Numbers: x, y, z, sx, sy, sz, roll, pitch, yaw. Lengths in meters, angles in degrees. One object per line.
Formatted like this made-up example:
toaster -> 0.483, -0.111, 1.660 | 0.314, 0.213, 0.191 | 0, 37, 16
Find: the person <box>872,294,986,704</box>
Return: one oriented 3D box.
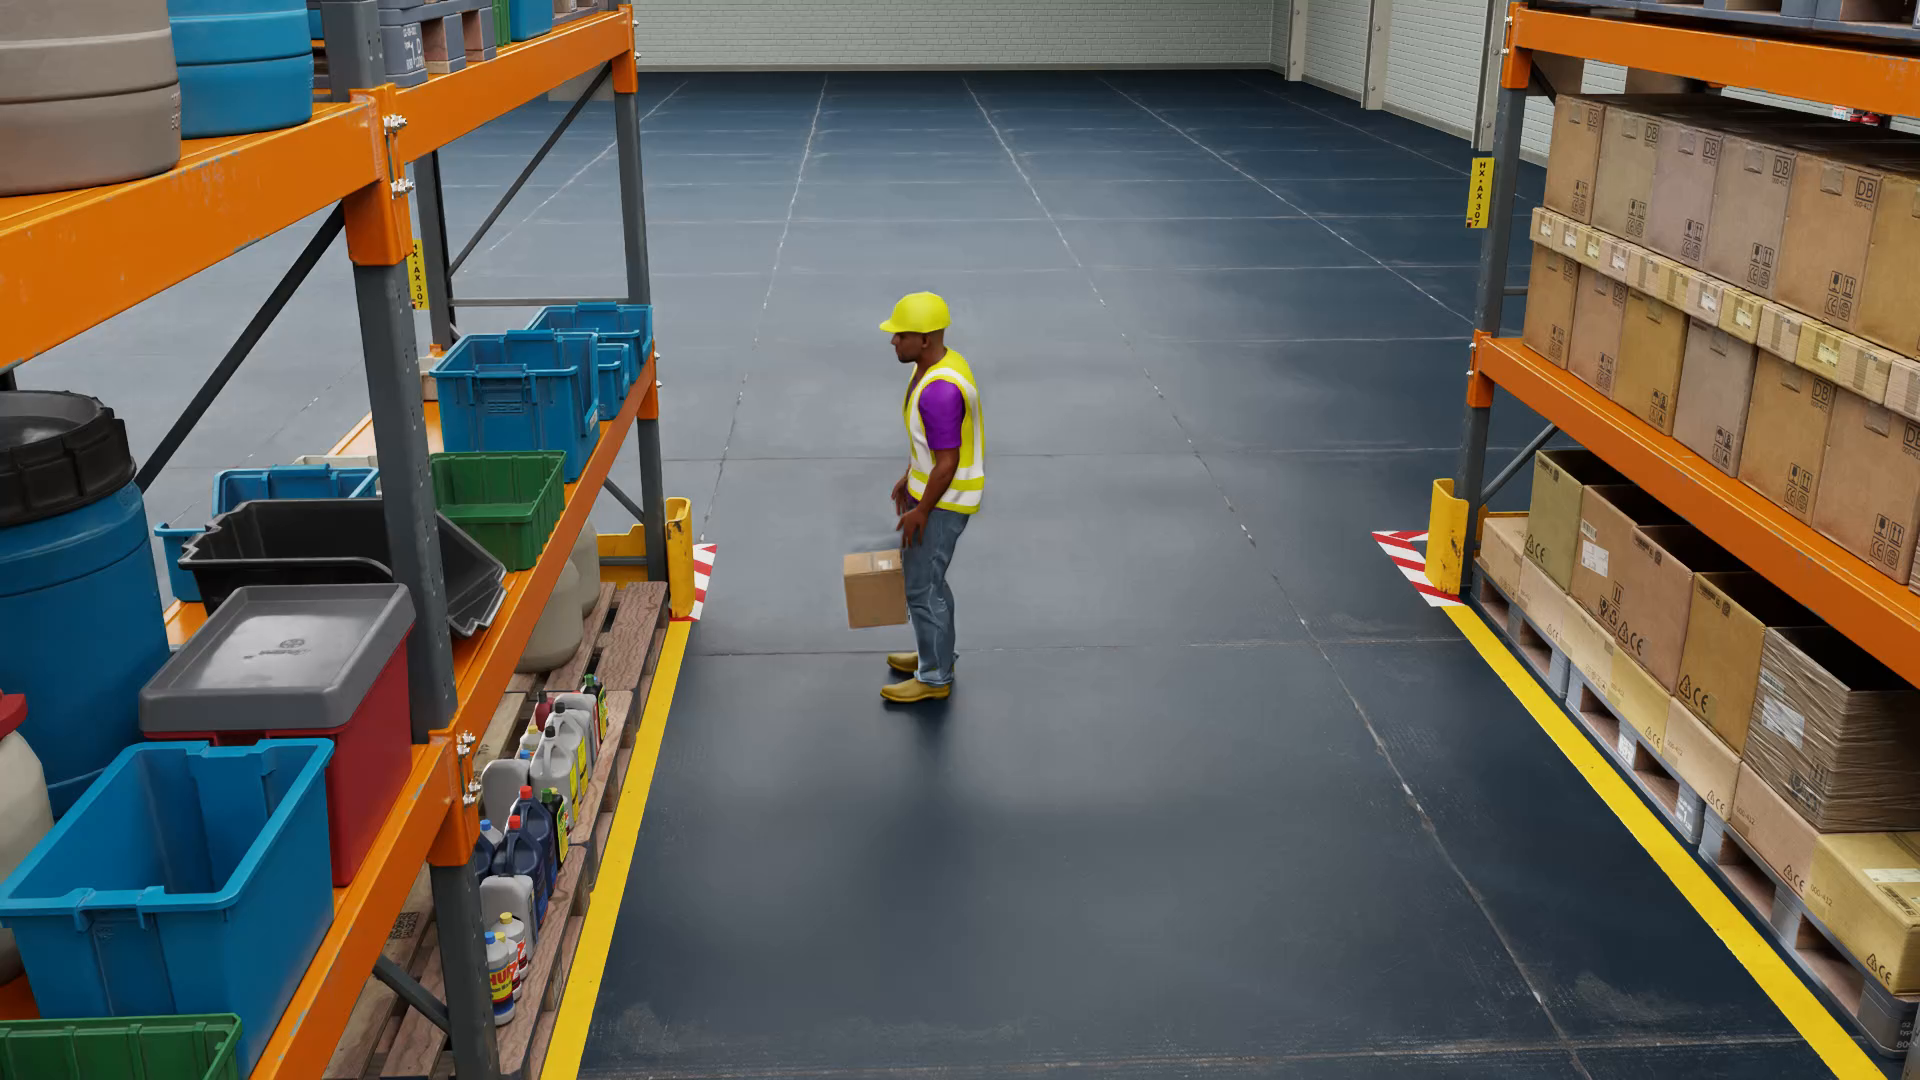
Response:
person -> -0.131, -0.170, 7.010 | 0.458, 1.760, 0.634 | -2, 20, -6
